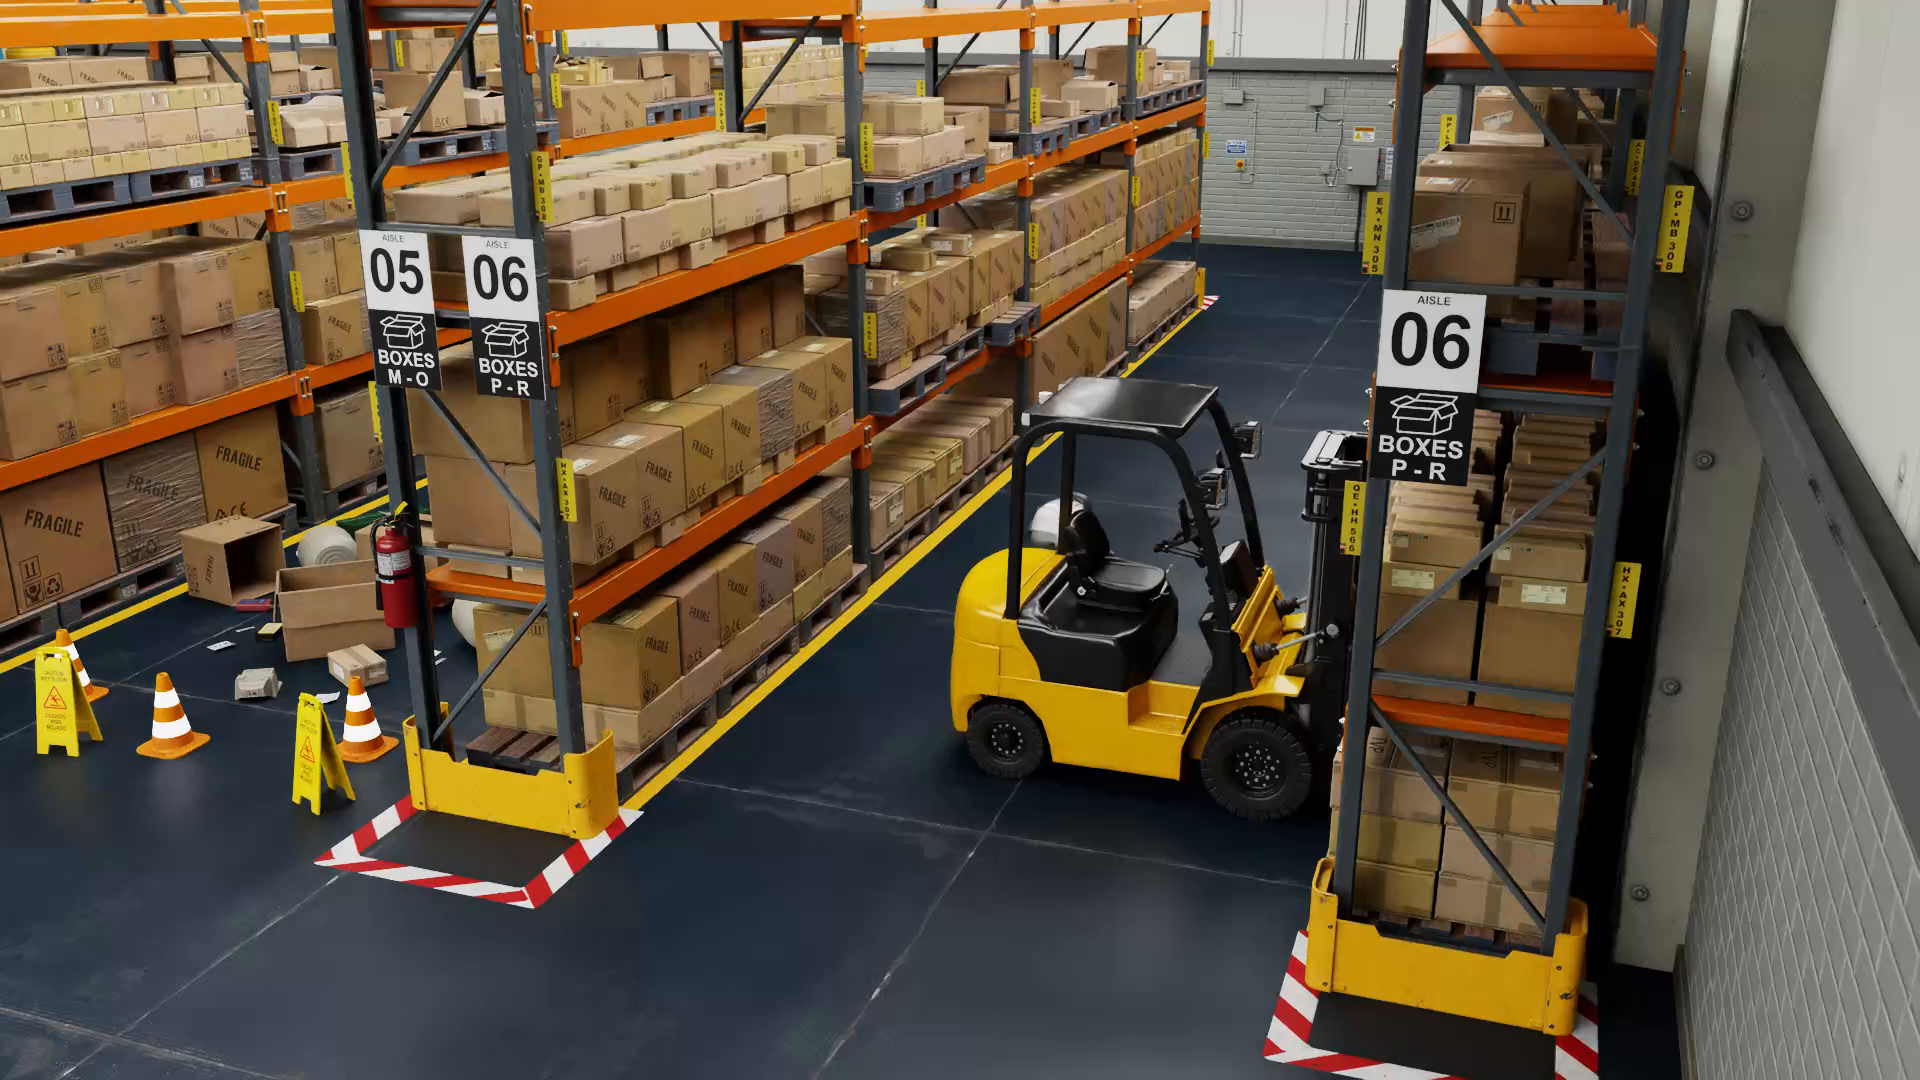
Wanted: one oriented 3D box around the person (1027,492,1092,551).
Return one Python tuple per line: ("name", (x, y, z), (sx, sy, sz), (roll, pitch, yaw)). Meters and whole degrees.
("person", (0.770, 0.064, 12.262), (0.453, 0.813, 0.901), (6, 20, 16))
